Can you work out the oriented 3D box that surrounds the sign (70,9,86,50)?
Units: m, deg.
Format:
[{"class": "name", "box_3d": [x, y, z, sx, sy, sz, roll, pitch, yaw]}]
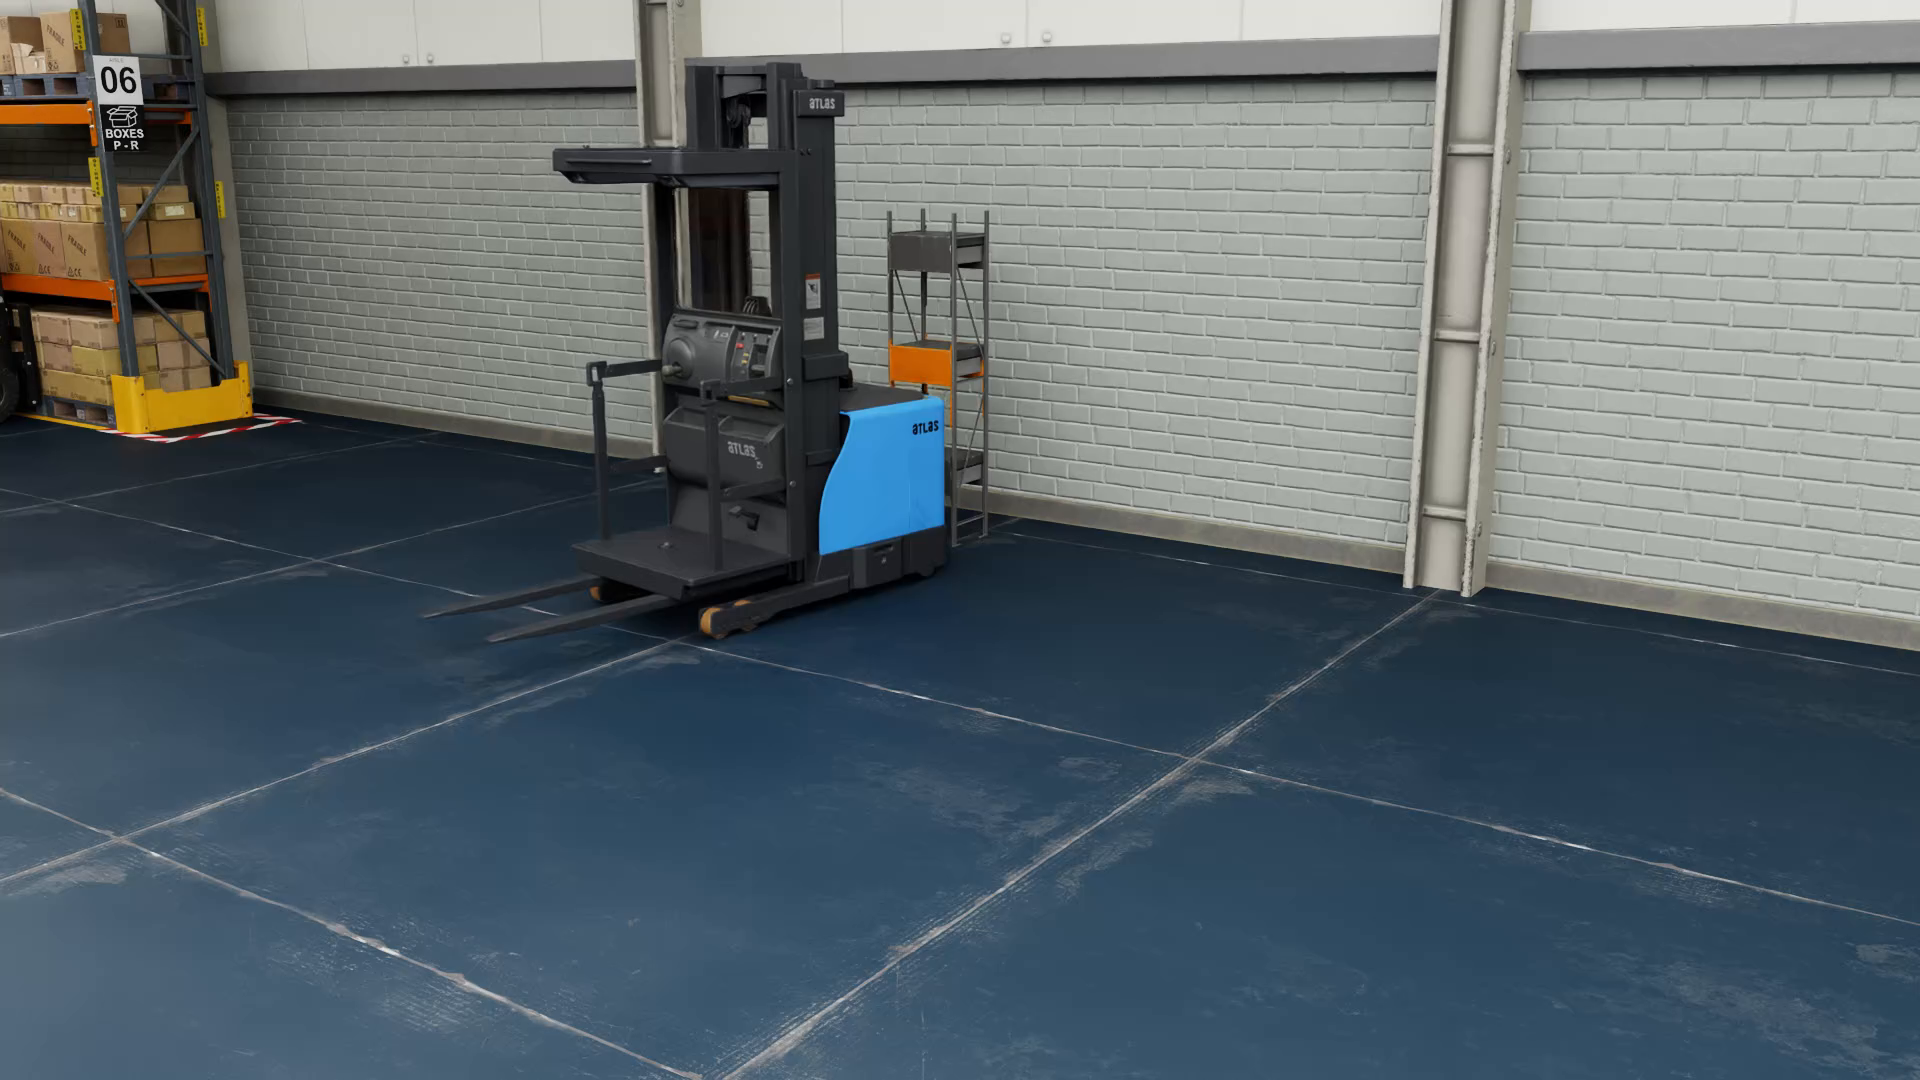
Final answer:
[{"class": "sign", "box_3d": [-7.361, -4.264, 13.884, 0.005, 0.325, 0.100, 9, 17, 33]}]

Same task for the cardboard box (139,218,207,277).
[{"class": "cardboard box", "box_3d": [-7.303, -2.693, 15.251, 0.500, 0.500, 0.500, 10, 17, 35]}]

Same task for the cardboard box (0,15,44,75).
[{"class": "cardboard box", "box_3d": [-8.344, -4.448, 15.015, 0.500, 0.500, 0.700, 9, 17, 33]}]

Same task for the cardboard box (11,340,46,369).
[{"class": "cardboard box", "box_3d": [-8.476, -1.772, 15.546, 0.500, 0.250, 0.500, 9, 16, 32]}]

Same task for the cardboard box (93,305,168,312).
[{"class": "cardboard box", "box_3d": [-7.757, -2.046, 15.611, 0.500, 0.250, 0.500, 9, 17, 33]}]

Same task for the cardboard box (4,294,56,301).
[{"class": "cardboard box", "box_3d": [-9.421, -2.321, 16.725, 0.500, 0.250, 0.500, 9, 16, 32]}]

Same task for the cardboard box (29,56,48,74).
[{"class": "cardboard box", "box_3d": [-7.904, -4.160, 14.583, 0.250, 0.149, 0.380, 9, 16, 31]}]

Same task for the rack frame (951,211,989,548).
[{"class": "rack frame", "box_3d": [0.065, -1.009, 10.528, 0.015, 2.100, 0.400, 9, 17, 33]}]

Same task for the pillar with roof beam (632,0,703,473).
[{"class": "pillar with roof beam", "box_3d": [-4.546, -4.045, 8.435, 0.400, 9.000, 9.100, 9, 17, 33]}]

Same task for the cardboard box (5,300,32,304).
[{"class": "cardboard box", "box_3d": [-9.302, -2.151, 16.038, 0.500, 0.250, 0.500, 10, 17, 35]}]

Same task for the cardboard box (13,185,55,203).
[{"class": "cardboard box", "box_3d": [-8.359, -3.154, 15.145, 0.250, 0.149, 0.380, 10, 17, 34]}]

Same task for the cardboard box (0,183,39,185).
[{"class": "cardboard box", "box_3d": [-8.738, -3.241, 15.496, 0.250, 0.149, 0.380, 9, 17, 34]}]

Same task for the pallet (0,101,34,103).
[{"class": "pallet", "box_3d": [-9.644, -4.363, 16.147, 1.213, 0.211, 1.003, 9, 17, 33]}]

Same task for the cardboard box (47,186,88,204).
[{"class": "cardboard box", "box_3d": [-7.916, -3.093, 14.898, 0.250, 0.149, 0.380, 10, 17, 34]}]

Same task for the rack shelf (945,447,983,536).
[{"class": "rack shelf", "box_3d": [-0.137, -0.349, 10.832, 0.480, 0.518, 0.431, 9, 17, 33]}]

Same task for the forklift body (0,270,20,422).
[{"class": "forklift body", "box_3d": [-9.639, -2.001, 14.431, 1.214, 2.155, 2.313, 9, 17, 33]}]

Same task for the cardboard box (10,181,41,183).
[{"class": "cardboard box", "box_3d": [-9.074, -3.450, 16.339, 0.250, 0.149, 0.380, 9, 16, 32]}]

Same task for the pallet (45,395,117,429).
[{"class": "pallet", "box_3d": [-7.705, -1.263, 15.487, 1.213, 0.211, 1.003, 9, 17, 33]}]

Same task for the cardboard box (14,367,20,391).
[{"class": "cardboard box", "box_3d": [-8.874, -1.594, 15.870, 0.500, 0.250, 0.500, 10, 17, 35]}]

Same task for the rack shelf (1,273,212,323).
[{"class": "rack shelf", "box_3d": [-8.706, -2.442, 15.941, 4.000, 0.370, 1.077, 9, 17, 33]}]

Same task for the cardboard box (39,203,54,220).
[{"class": "cardboard box", "box_3d": [-8.100, -2.987, 15.091, 0.250, 0.149, 0.380, 9, 17, 32]}]

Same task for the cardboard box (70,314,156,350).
[{"class": "cardboard box", "box_3d": [-7.603, -1.877, 14.929, 0.500, 0.250, 0.500, 10, 17, 35]}]

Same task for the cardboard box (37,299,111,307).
[{"class": "cardboard box", "box_3d": [-8.587, -2.185, 16.174, 0.500, 0.250, 0.500, 9, 16, 32]}]

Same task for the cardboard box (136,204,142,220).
[{"class": "cardboard box", "box_3d": [-7.424, -3.004, 15.156, 0.250, 0.149, 0.380, 9, 17, 33]}]

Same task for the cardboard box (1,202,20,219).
[{"class": "cardboard box", "box_3d": [-8.569, -3.044, 15.318, 0.250, 0.149, 0.380, 9, 17, 33]}]

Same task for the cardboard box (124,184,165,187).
[{"class": "cardboard box", "box_3d": [-7.392, -3.166, 15.194, 0.250, 0.149, 0.380, 10, 17, 35]}]

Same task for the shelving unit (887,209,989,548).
[{"class": "shelving unit", "box_3d": [-0.137, -1.041, 10.661, 0.503, 2.100, 0.431, 9, 17, 33]}]

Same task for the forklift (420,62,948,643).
[{"class": "forklift", "box_3d": [-1.449, -1.042, 8.933, 1.130, 2.935, 3.031, 13, 19, 42]}]

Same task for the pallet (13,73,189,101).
[{"class": "pallet", "box_3d": [-7.619, -4.036, 14.825, 1.213, 0.211, 1.003, 9, 17, 33]}]

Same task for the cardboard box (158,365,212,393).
[{"class": "cardboard box", "box_3d": [-7.345, -1.497, 15.475, 0.500, 0.250, 0.500, 9, 17, 33]}]

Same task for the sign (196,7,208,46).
[{"class": "sign", "box_3d": [-6.732, -4.551, 14.740, 0.005, 0.325, 0.100, 9, 17, 33]}]

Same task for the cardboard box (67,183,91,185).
[{"class": "cardboard box", "box_3d": [-8.224, -3.314, 15.790, 0.250, 0.149, 0.380, 9, 16, 31]}]

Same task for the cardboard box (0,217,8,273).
[{"class": "cardboard box", "box_3d": [-8.876, -2.790, 15.643, 0.500, 0.500, 0.500, 9, 17, 33]}]

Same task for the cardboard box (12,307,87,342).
[{"class": "cardboard box", "box_3d": [-8.454, -2.010, 15.466, 0.500, 0.250, 0.500, 9, 17, 34]}]

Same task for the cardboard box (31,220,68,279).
[{"class": "cardboard box", "box_3d": [-8.027, -2.656, 15.103, 0.500, 0.500, 0.500, 10, 17, 35]}]

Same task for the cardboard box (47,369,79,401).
[{"class": "cardboard box", "box_3d": [-8.020, -1.460, 15.328, 0.500, 0.250, 0.500, 9, 17, 33]}]

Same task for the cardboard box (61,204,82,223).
[{"class": "cardboard box", "box_3d": [-7.720, -2.905, 14.758, 0.250, 0.149, 0.380, 9, 17, 34]}]

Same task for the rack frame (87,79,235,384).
[{"class": "rack frame", "box_3d": [-7.047, -2.523, 14.771, 0.127, 3.000, 1.000, 9, 17, 33]}]

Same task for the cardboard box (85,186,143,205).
[{"class": "cardboard box", "box_3d": [-7.462, -3.036, 14.670, 0.250, 0.149, 0.380, 9, 17, 33]}]

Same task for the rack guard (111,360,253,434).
[{"class": "rack guard", "box_3d": [-7.027, -1.306, 15.058, 0.348, 0.500, 1.175, 9, 17, 33]}]

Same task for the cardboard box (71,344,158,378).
[{"class": "cardboard box", "box_3d": [-7.625, -1.637, 15.003, 0.500, 0.250, 0.500, 9, 16, 32]}]

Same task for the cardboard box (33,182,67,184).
[{"class": "cardboard box", "box_3d": [-8.695, -3.366, 16.001, 0.250, 0.149, 0.380, 10, 17, 34]}]
